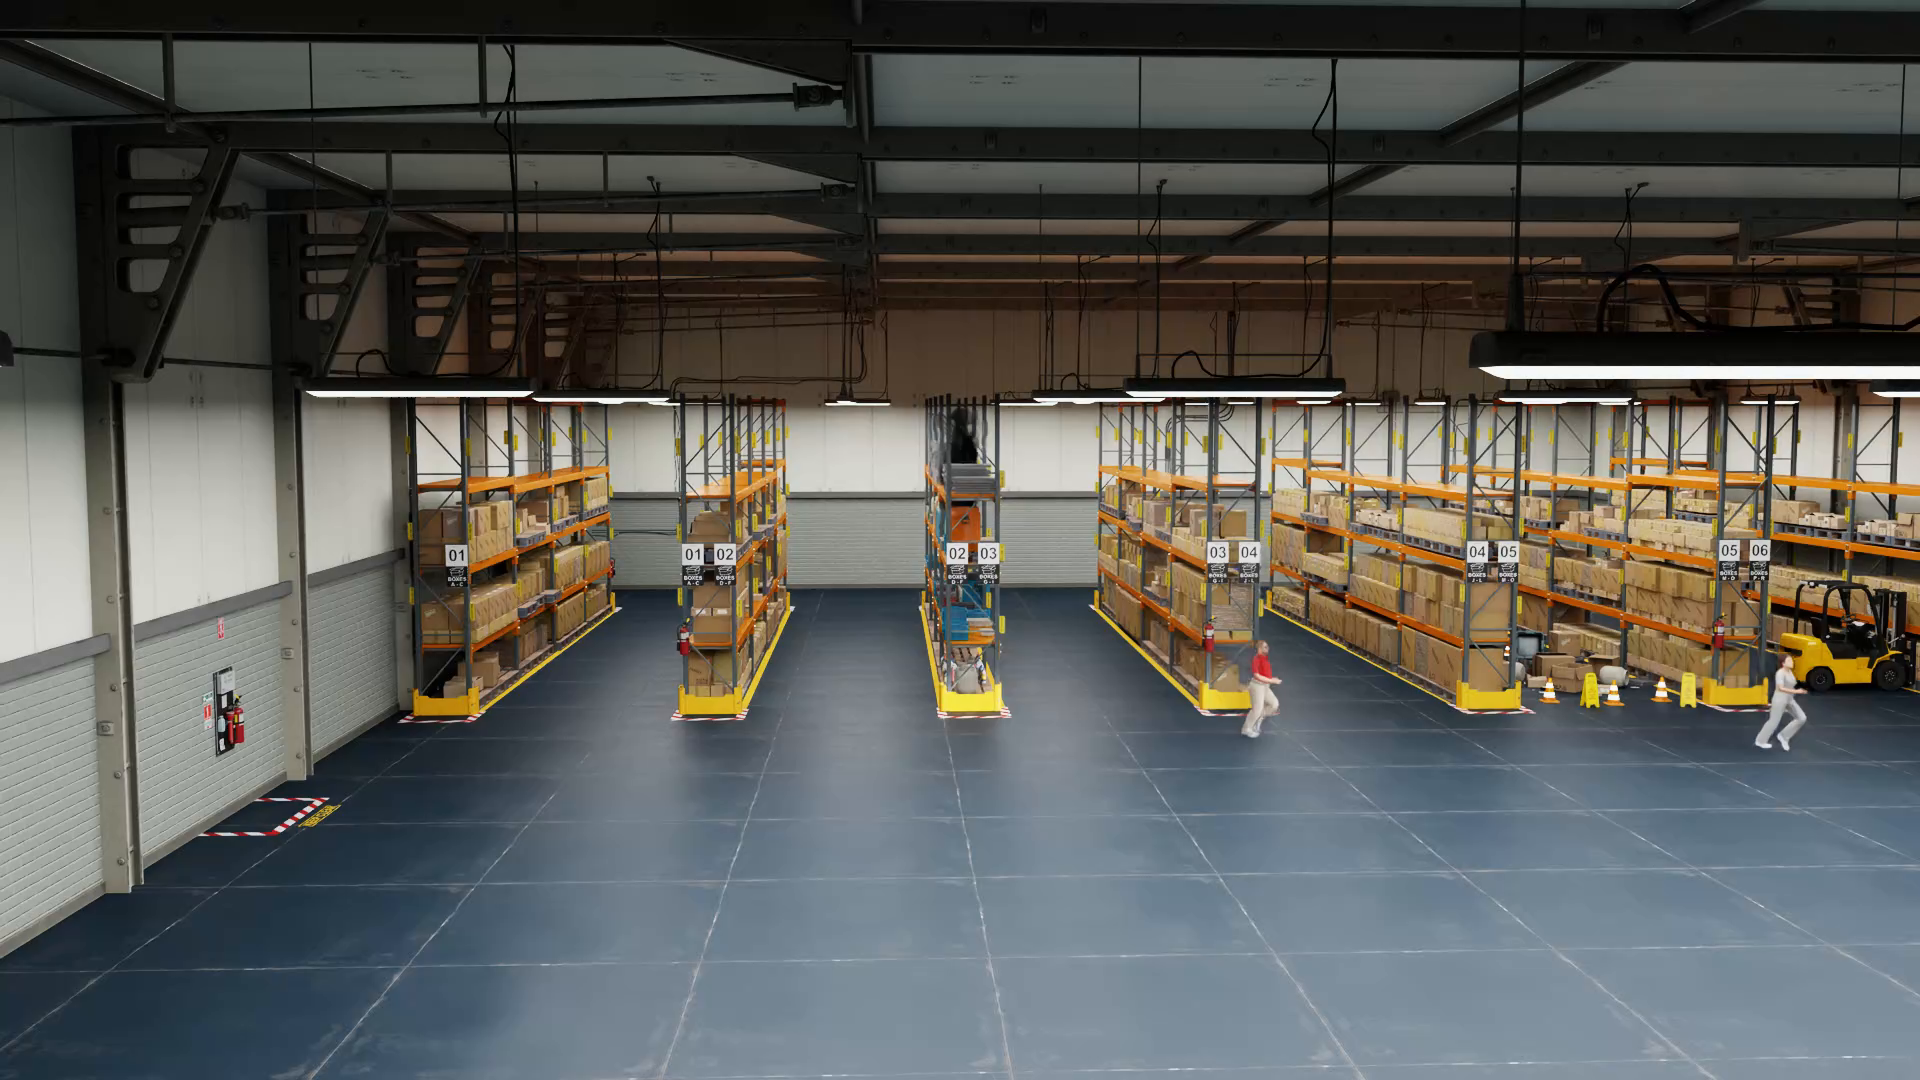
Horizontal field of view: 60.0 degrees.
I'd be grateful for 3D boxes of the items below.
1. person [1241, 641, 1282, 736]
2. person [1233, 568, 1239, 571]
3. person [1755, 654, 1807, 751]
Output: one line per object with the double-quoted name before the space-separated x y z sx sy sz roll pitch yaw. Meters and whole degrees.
"person" 5.266 2.585 28.928 0.729 1.683 0.642 3 5 30
"person" 7.717 1.240 46.813 0.587 1.628 0.560 1 5 13
"person" 13.720 2.699 27.694 0.580 1.615 0.823 -3 5 -35
